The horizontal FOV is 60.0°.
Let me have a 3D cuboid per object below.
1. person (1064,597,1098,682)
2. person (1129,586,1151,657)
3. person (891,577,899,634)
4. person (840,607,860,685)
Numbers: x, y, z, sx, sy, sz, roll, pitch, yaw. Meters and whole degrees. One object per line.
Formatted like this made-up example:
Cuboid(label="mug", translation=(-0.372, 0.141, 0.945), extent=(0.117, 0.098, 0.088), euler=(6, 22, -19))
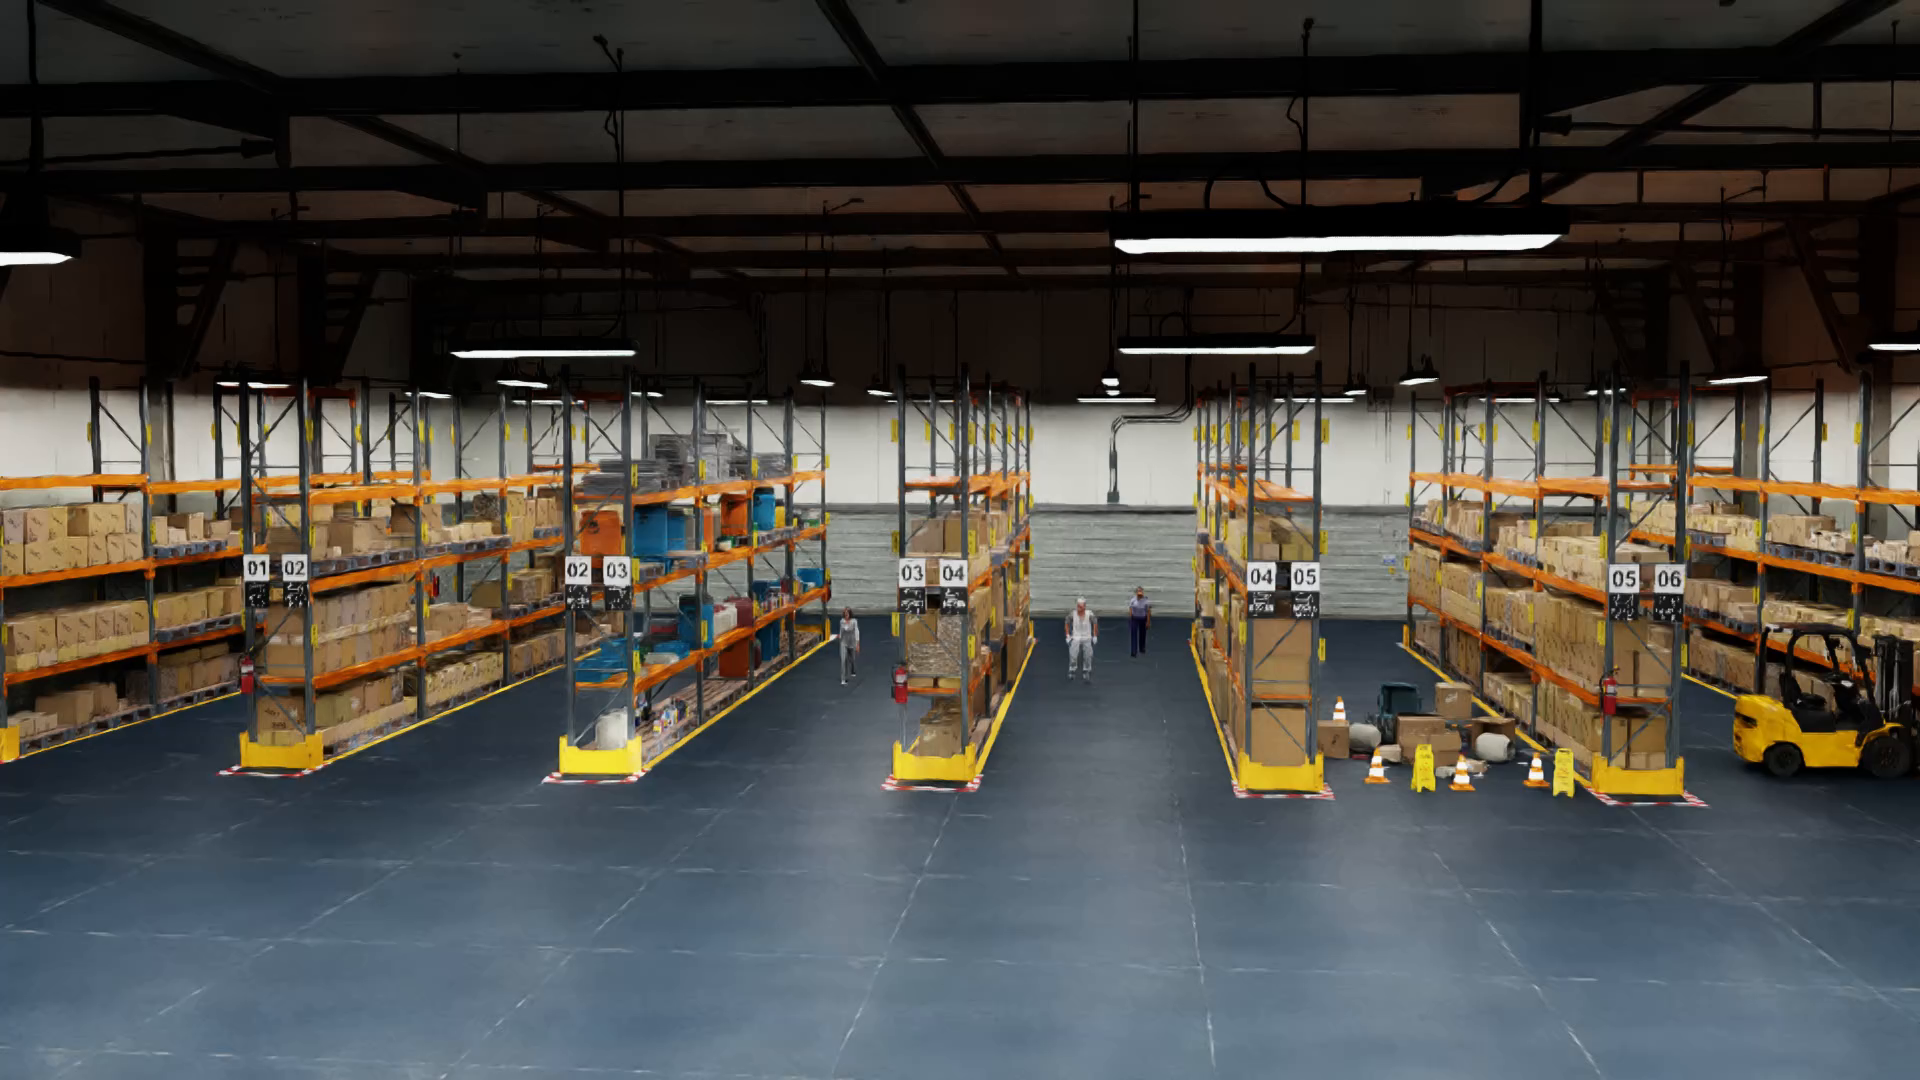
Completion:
Cuboid(label="person", translation=(2.428, 2.001, 33.343), extent=(0.677, 1.742, 0.551), euler=(0, 4, 5))
Cuboid(label="person", translation=(4.047, 1.809, 37.360), extent=(0.478, 1.567, 1.083), euler=(0, 4, 3))
Cuboid(label="person", translation=(-1.414, 1.490, 41.354), extent=(0.438, 1.724, 0.693), euler=(3, 5, 36))
Cuboid(label="person", translation=(-2.200, 2.094, 33.186), extent=(0.432, 1.539, 0.947), euler=(0, 4, 4))
